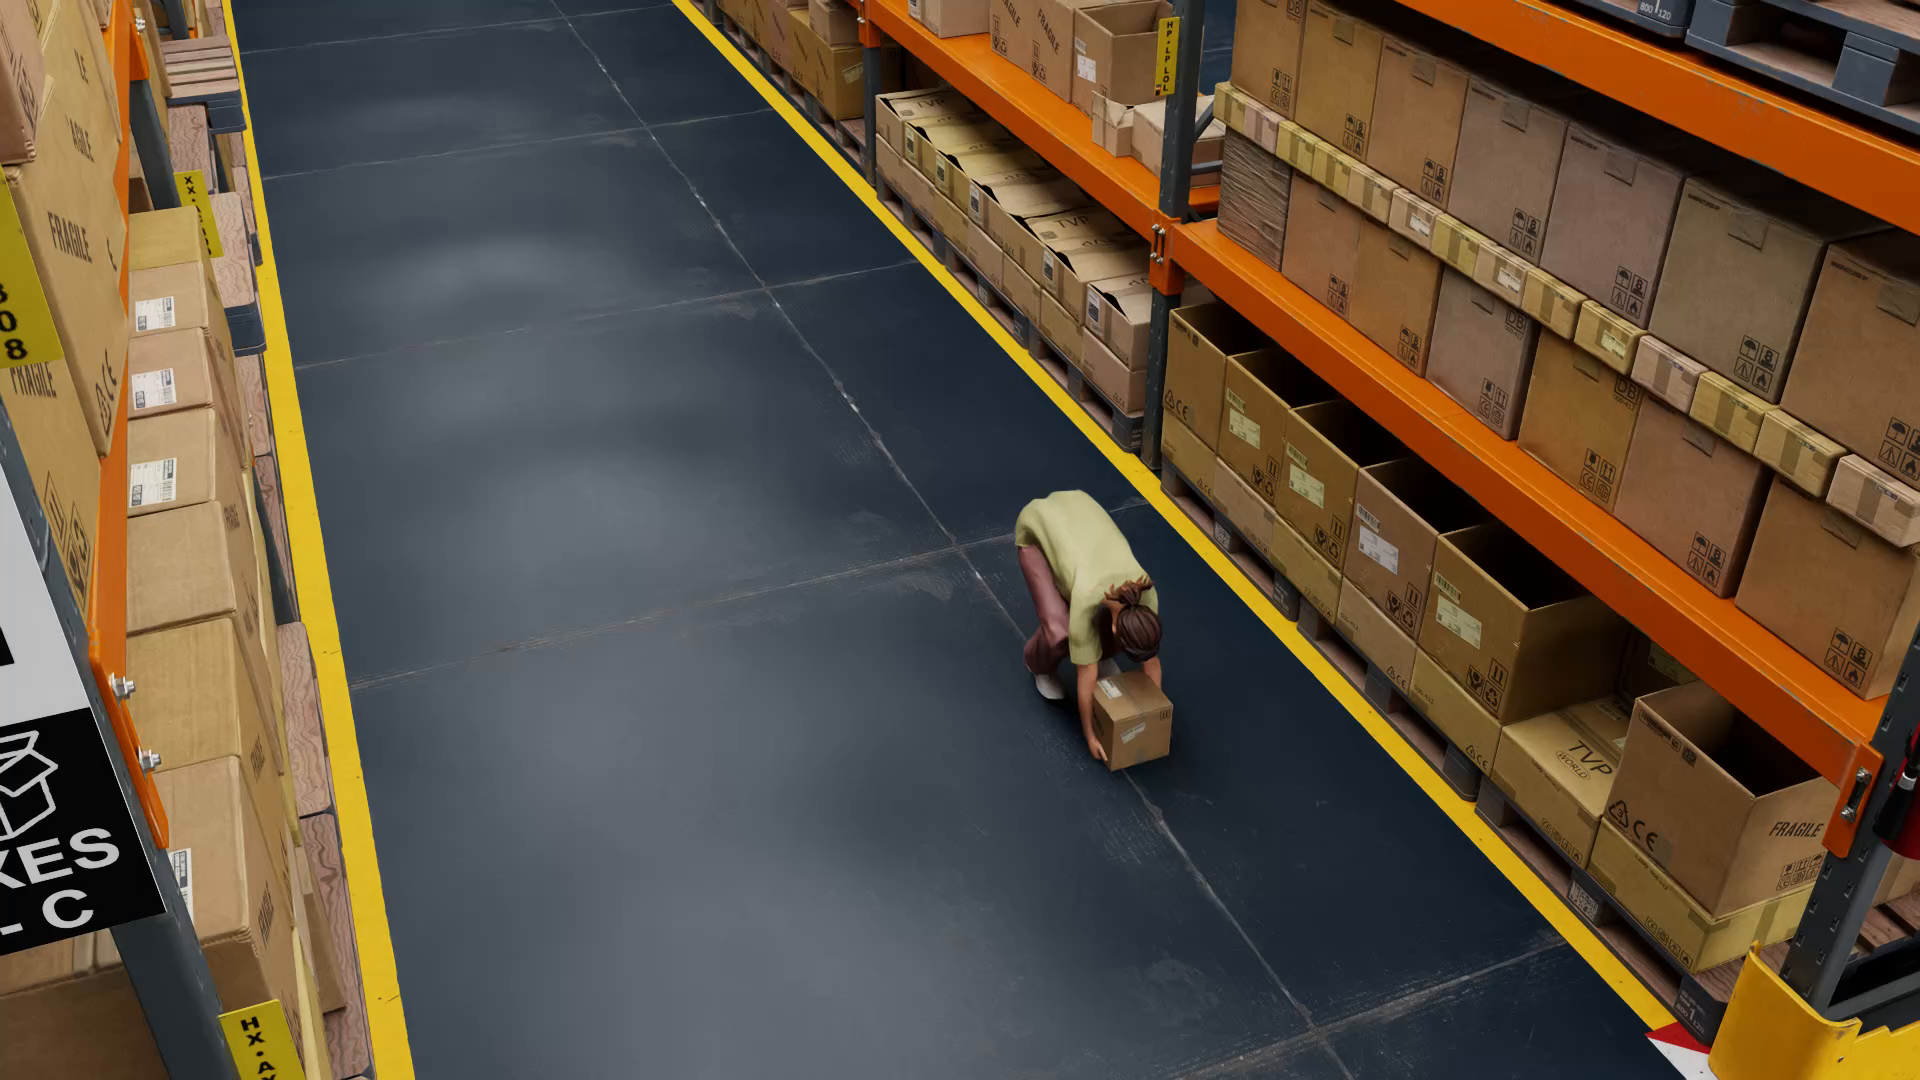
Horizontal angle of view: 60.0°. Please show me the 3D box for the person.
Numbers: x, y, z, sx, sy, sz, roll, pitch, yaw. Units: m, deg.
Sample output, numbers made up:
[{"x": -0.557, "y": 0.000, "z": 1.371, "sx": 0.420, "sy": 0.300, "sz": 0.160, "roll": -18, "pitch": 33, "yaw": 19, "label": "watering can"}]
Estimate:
[{"x": 0.526, "y": 0.301, "z": 6.481, "sx": 0.477, "sy": 0.827, "sz": 0.858, "roll": -15, "pitch": 36, "yaw": -21, "label": "person"}]
